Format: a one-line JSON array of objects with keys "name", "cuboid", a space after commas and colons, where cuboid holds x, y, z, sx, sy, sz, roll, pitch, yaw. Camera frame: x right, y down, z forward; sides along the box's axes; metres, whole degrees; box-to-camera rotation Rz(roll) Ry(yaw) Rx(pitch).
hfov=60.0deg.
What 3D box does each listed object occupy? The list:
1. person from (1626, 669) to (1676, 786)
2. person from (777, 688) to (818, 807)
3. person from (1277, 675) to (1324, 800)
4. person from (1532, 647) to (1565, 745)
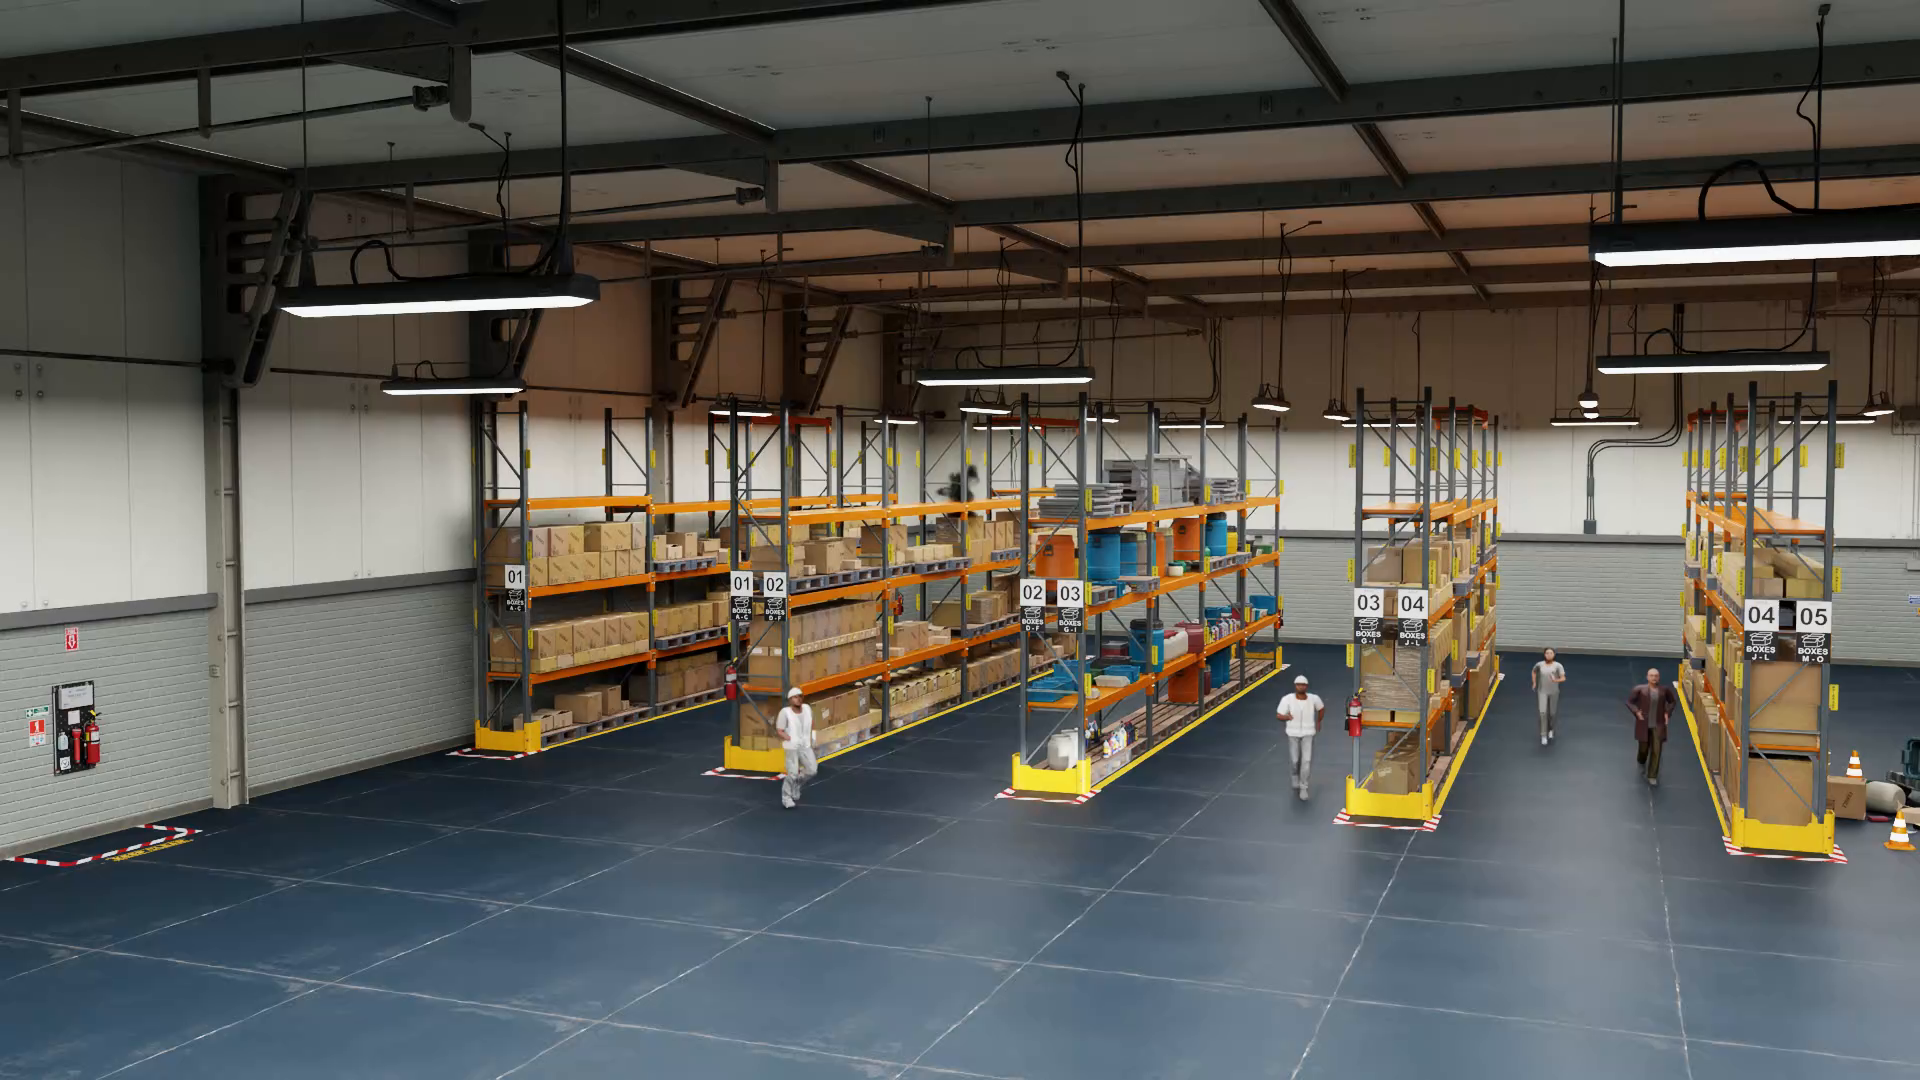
[{"name": "person", "cuboid": [10.678, 2.859, 25.678, 0.725, 1.757, 0.913, 1, 3, 15]}, {"name": "person", "cuboid": [-2.285, 2.971, 23.745, 0.712, 1.732, 0.689, -2, 3, -34]}, {"name": "person", "cuboid": [5.038, 2.887, 24.611, 0.700, 1.760, 0.935, 1, 3, 11]}, {"name": "person", "cuboid": [10.360, 2.712, 29.292, 0.565, 1.668, 0.948, 1, 3, 19]}]
